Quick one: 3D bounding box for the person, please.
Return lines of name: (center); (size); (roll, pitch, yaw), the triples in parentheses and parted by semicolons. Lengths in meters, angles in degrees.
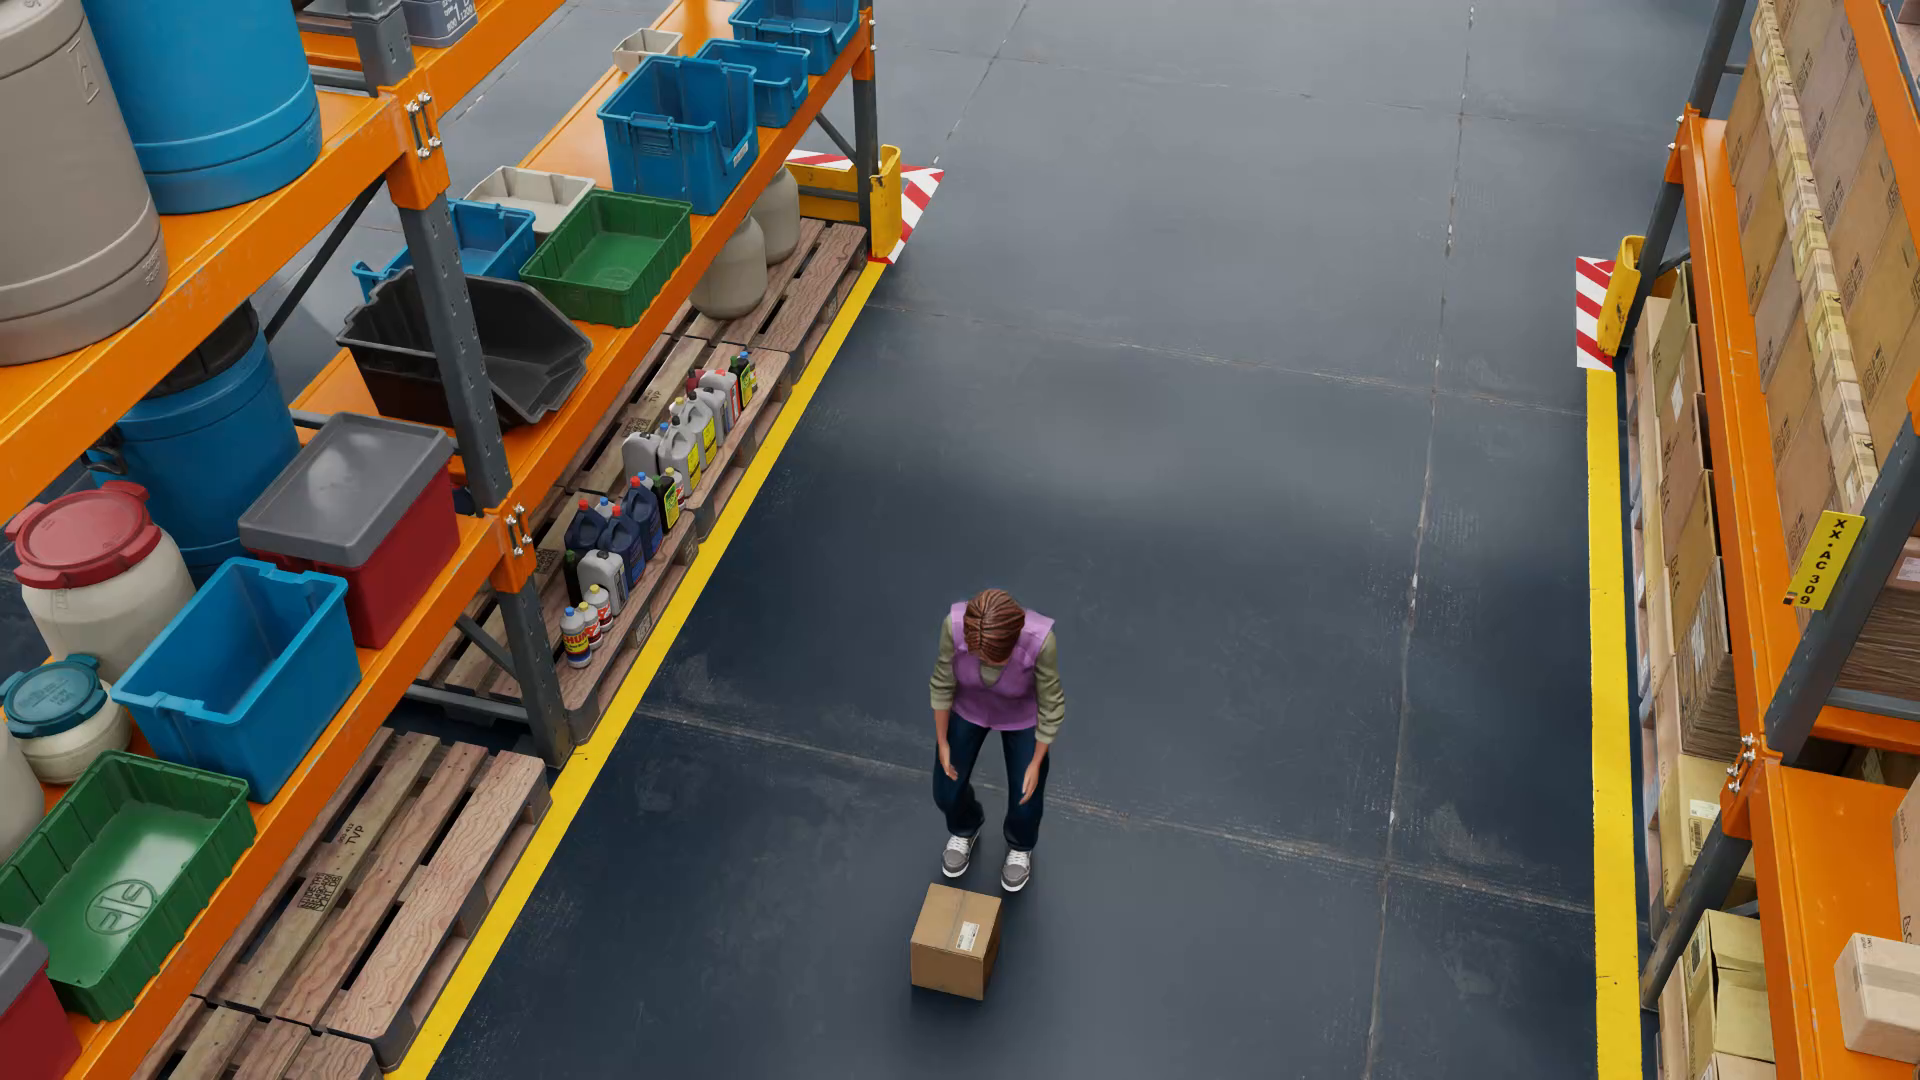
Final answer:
person: (0.133, 0.640, 5.566); (0.451, 1.449, 0.518); (11, 43, 12)
